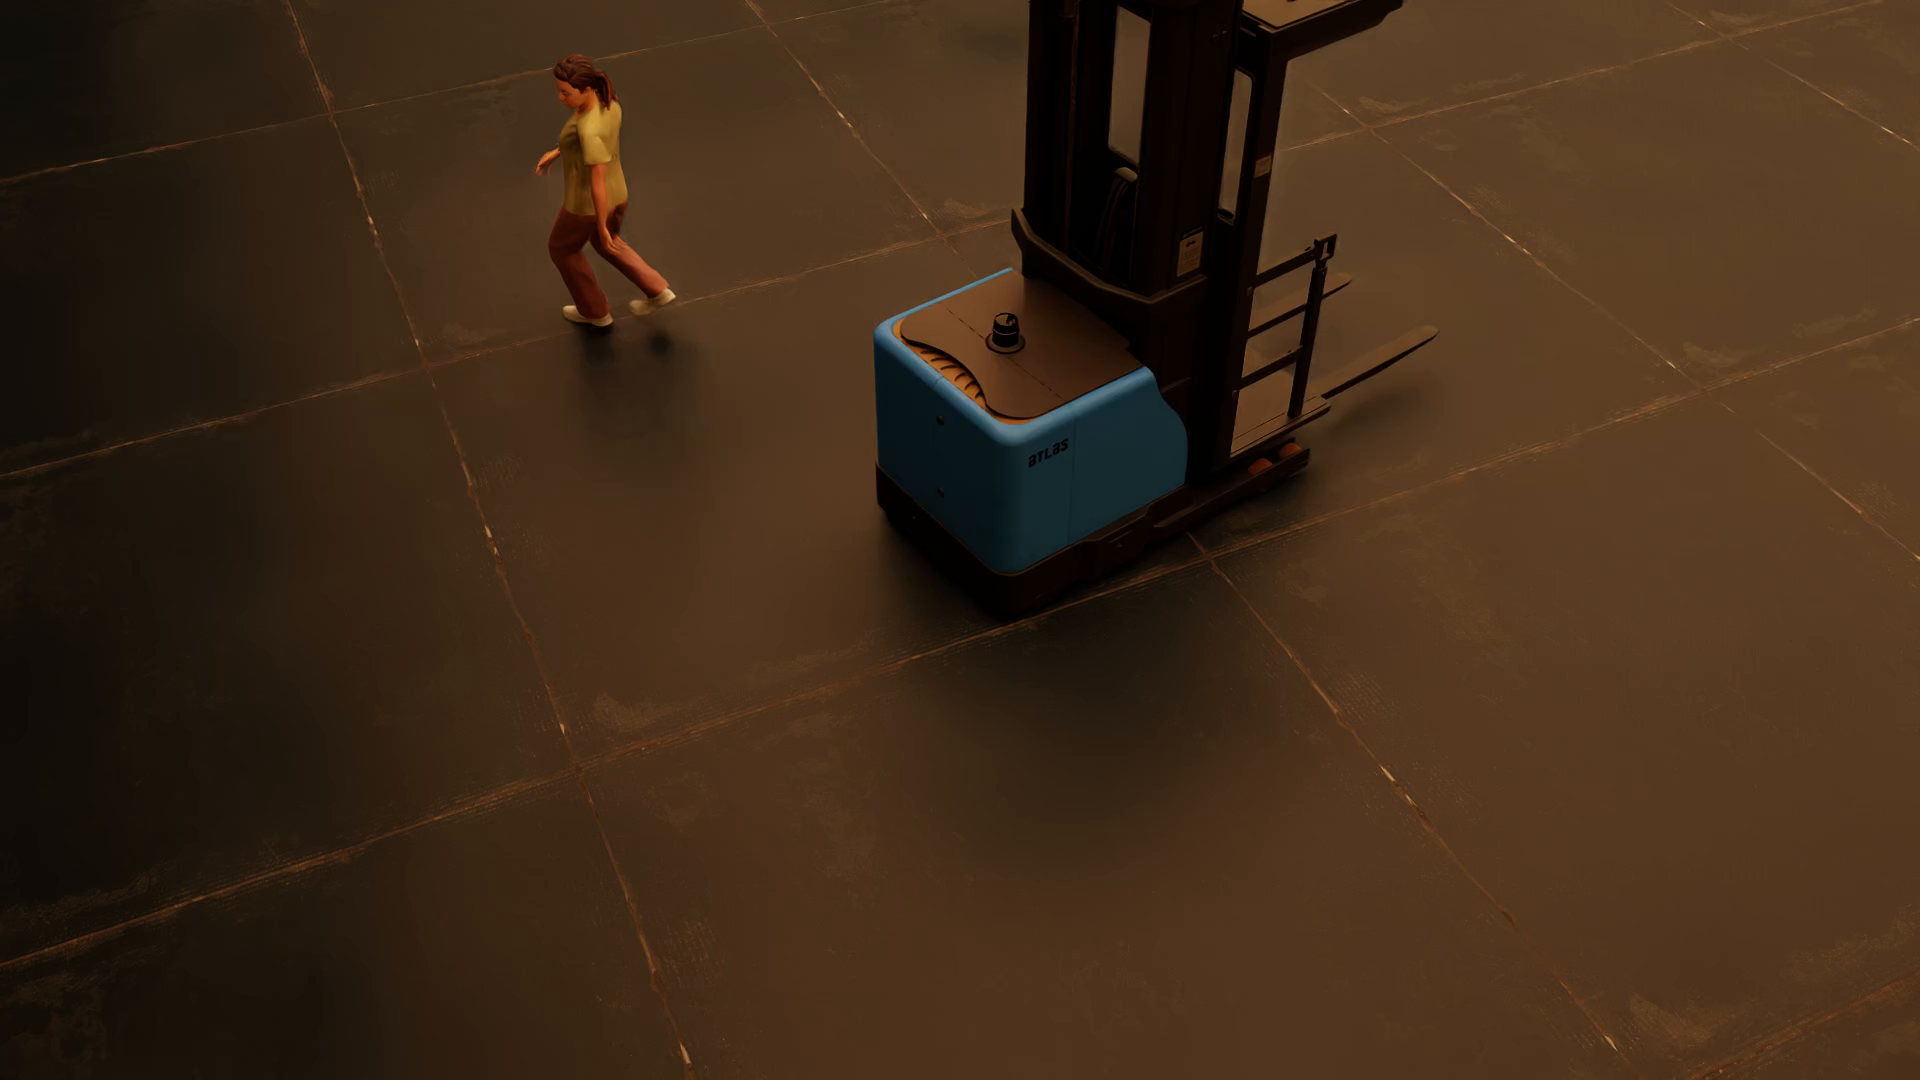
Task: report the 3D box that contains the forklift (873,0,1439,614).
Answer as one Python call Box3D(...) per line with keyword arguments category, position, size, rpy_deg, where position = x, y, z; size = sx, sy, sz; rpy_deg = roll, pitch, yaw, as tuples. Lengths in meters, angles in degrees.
Box3D(category="forklift", position=(1.089, -1.565, 7.357), size=(3.031, 2.935, 1.130), rpy_deg=(-27, 49, -26))

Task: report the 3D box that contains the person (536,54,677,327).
Box3D(category="person", position=(-1.887, -1.741, 8.523), size=(0.662, 1.612, 0.572), rpy_deg=(18, 46, 19))
